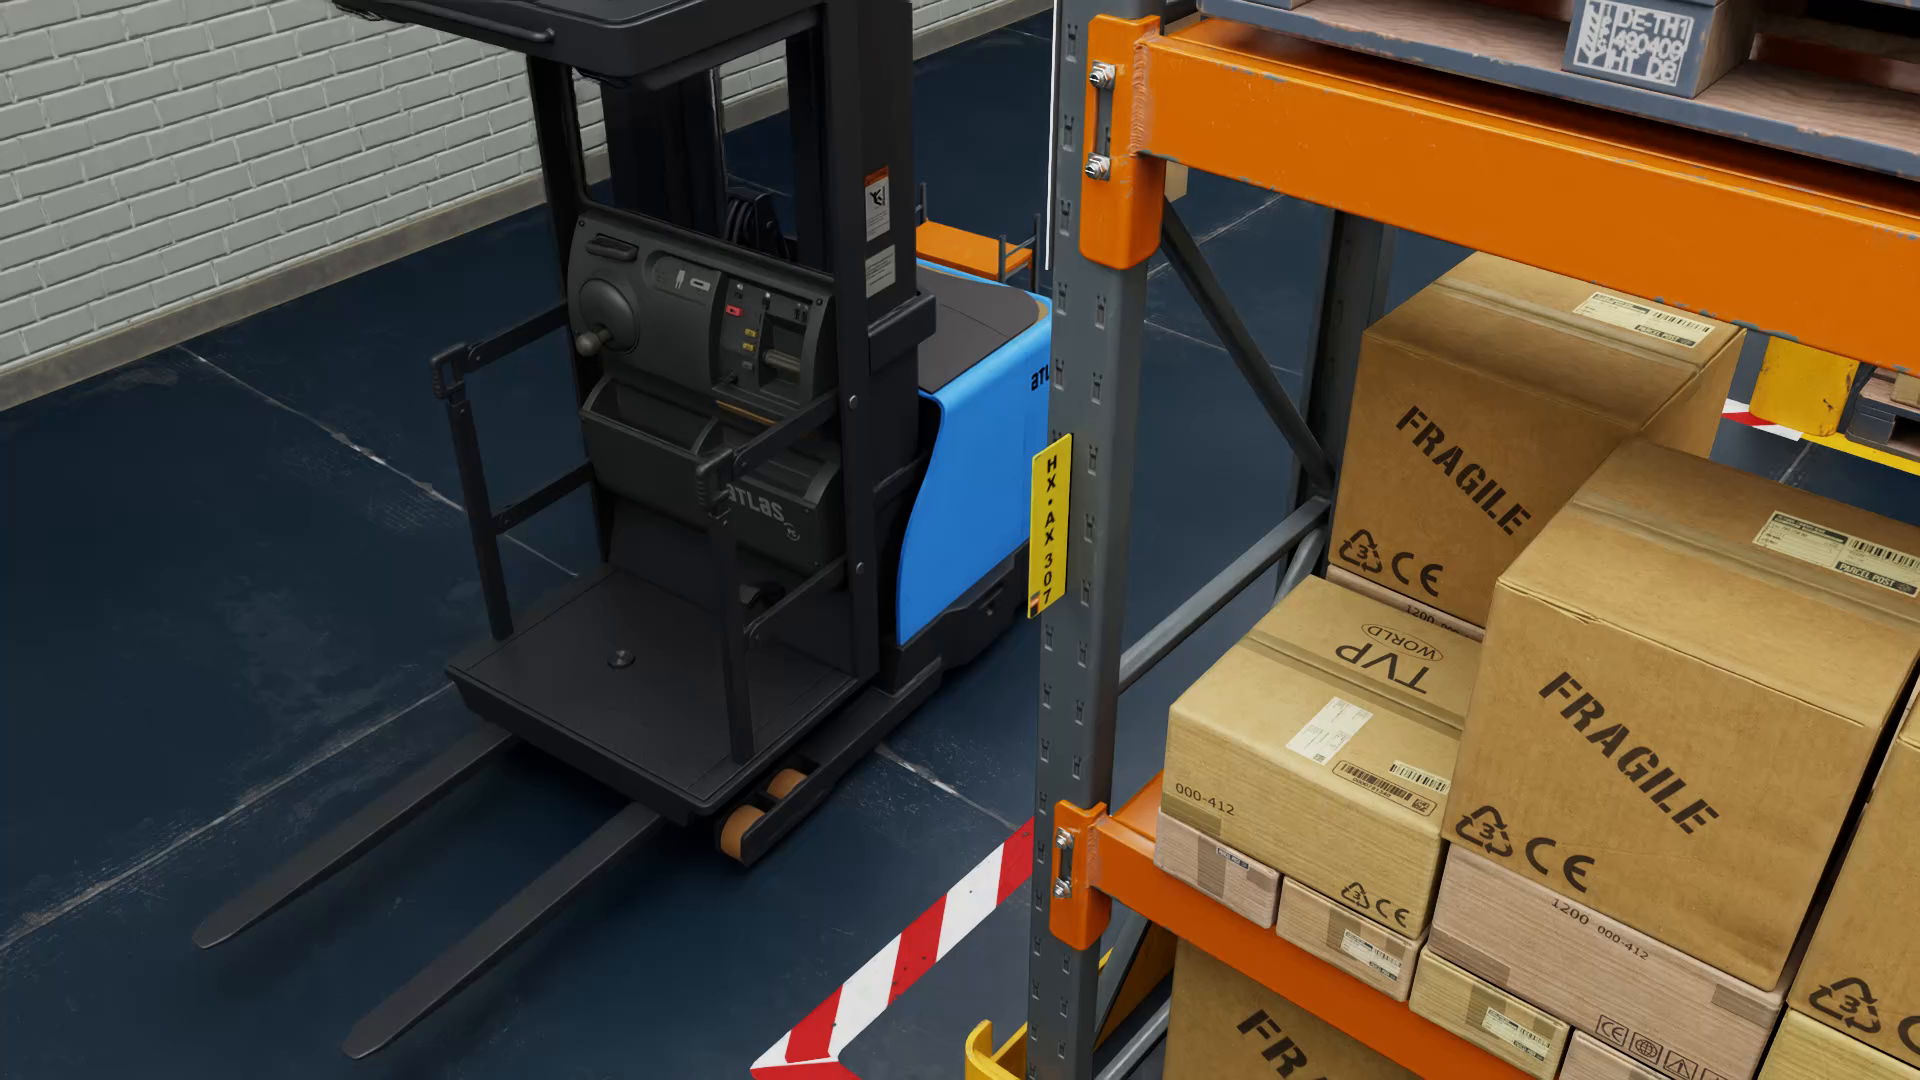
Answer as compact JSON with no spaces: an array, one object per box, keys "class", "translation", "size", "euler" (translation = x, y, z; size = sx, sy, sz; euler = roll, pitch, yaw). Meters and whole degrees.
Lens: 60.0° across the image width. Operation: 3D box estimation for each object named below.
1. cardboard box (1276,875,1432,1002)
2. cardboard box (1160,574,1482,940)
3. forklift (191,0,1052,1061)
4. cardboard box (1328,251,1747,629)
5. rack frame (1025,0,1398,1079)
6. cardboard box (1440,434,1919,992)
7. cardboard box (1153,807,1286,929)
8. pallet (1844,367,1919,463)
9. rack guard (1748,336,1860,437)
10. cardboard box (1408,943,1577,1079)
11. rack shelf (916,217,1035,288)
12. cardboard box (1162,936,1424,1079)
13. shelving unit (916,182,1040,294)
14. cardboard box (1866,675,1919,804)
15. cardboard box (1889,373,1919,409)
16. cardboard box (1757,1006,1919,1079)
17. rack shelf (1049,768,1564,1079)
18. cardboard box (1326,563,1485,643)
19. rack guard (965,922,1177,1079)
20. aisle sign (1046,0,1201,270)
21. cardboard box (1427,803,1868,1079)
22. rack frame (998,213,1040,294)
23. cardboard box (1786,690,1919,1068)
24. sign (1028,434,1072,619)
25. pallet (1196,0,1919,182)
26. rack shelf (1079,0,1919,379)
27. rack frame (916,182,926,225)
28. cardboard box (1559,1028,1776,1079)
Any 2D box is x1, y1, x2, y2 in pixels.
[{"class":"cardboard box","translation":[0.769,0.599,2.951],"size":[0.250,0.149,0.380],"euler":[25,41,31]},{"class":"cardboard box","translation":[0.706,0.361,2.944],"size":[0.500,0.250,0.500],"euler":[24,41,31]},{"class":"forklift","translation":[-0.866,-0.575,4.498],"size":[1.130,2.935,3.031],"euler":[22,40,28]},{"class":"cardboard box","translation":[1.052,-0.177,3.066],"size":[0.500,0.500,0.500],"euler":[26,42,32]},{"class":"rack frame","translation":[0.510,0.131,3.410],"size":[0.127,3.000,1.000],"euler":[25,42,32]},{"class":"cardboard box","translation":[1.090,0.233,2.468],"size":[0.500,0.500,0.500],"euler":[24,41,31]},{"class":"cardboard box","translation":[0.571,0.506,3.085],"size":[0.250,0.149,0.380],"euler":[26,42,32]},{"class":"pallet","translation":[4.421,-0.504,6.797],"size":[1.213,0.211,1.003],"euler":[25,42,32]},{"class":"rack guard","translation":[3.819,-0.933,7.167],"size":[0.348,0.500,1.175],"euler":[25,42,32]},{"class":"cardboard box","translation":[0.966,0.691,2.816],"size":[0.250,0.149,0.380],"euler":[24,41,31]},{"class":"rack shelf","translation":[0.005,-0.987,5.933],"size":[0.480,0.148,0.258],"euler":[21,40,28]},{"class":"cardboard box","translation":[1.053,1.030,3.606],"size":[0.875,0.875,0.875],"euler":[25,42,32]},{"class":"shelving unit","translation":[0.005,-0.663,6.155],"size":[0.503,1.200,0.258],"euler":[21,40,28]},{"class":"cardboard box","translation":[1.441,0.314,3.013],"size":[0.500,0.250,0.500],"euler":[24,41,31]},{"class":"cardboard box","translation":[3.959,-0.660,6.708],"size":[0.250,0.149,0.380],"euler":[26,42,33]},{"class":"cardboard box","translation":[1.493,0.730,2.407],"size":[0.500,0.250,0.500],"euler":[24,41,30]},{"class":"rack shelf","translation":[2.047,1.152,2.559],"size":[4.000,0.370,1.077],"euler":[25,42,32]},{"class":"cardboard box","translation":[1.052,0.130,3.281],"size":[0.500,0.250,0.500],"euler":[25,41,31]},{"class":"rack guard","translation":[0.491,1.152,4.130],"size":[0.348,0.500,1.175],"euler":[25,42,32]},{"class":"aisle sign","translation":[0.262,-0.837,2.522],"size":[0.004,0.787,0.394],"euler":[25,42,32]},{"class":"cardboard box","translation":[1.110,0.547,2.674],"size":[0.500,0.250,0.500],"euler":[25,41,31]},{"class":"rack frame","translation":[0.205,-0.584,6.041],"size":[0.015,1.200,0.240],"euler":[21,40,28]},{"class":"cardboard box","translation":[1.492,0.418,2.199],"size":[0.500,0.500,0.500],"euler":[24,41,31]},{"class":"sign","translation":[0.150,-0.020,2.794],"size":[0.005,0.325,0.100],"euler":[25,42,32]},{"class":"pallet","translation":[1.087,-0.805,2.201],"size":[1.213,0.211,1.003],"euler":[25,42,32]},{"class":"rack shelf","translation":[2.047,-0.085,1.710],"size":[4.000,0.370,1.077],"euler":[25,42,32]},{"class":"rack frame","translation":[-0.196,-0.741,6.269],"size":[0.015,1.200,0.240],"euler":[21,40,28]},{"class":"cardboard box","translation":[1.168,0.785,2.679],"size":[0.250,0.149,0.380],"euler":[25,41,31]}]
